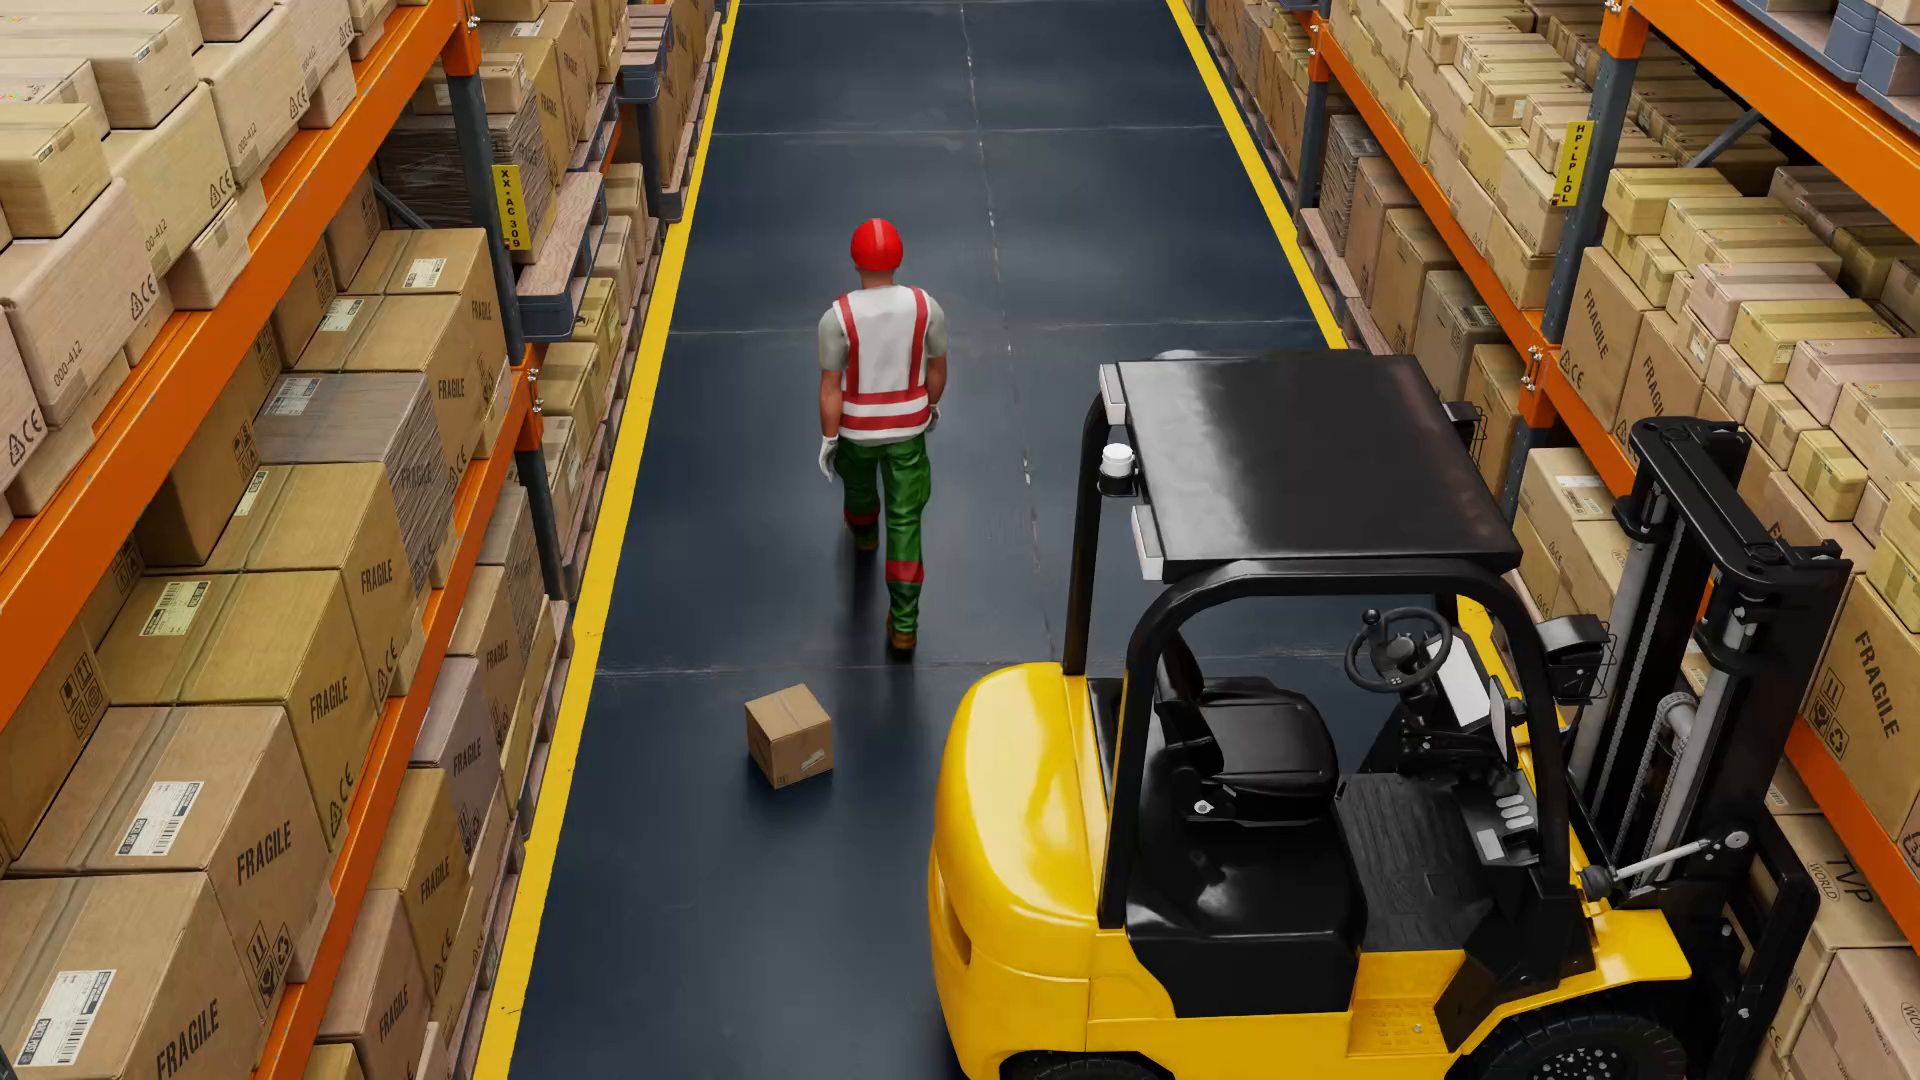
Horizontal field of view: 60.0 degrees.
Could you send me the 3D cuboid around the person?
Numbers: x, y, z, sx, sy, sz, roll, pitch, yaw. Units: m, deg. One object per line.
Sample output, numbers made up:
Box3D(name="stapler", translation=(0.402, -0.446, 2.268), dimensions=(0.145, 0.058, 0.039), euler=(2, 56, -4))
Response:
Box3D(name="person", translation=(-0.321, -0.510, 6.866), dimensions=(0.547, 1.730, 1.092), euler=(-4, 35, -5))
